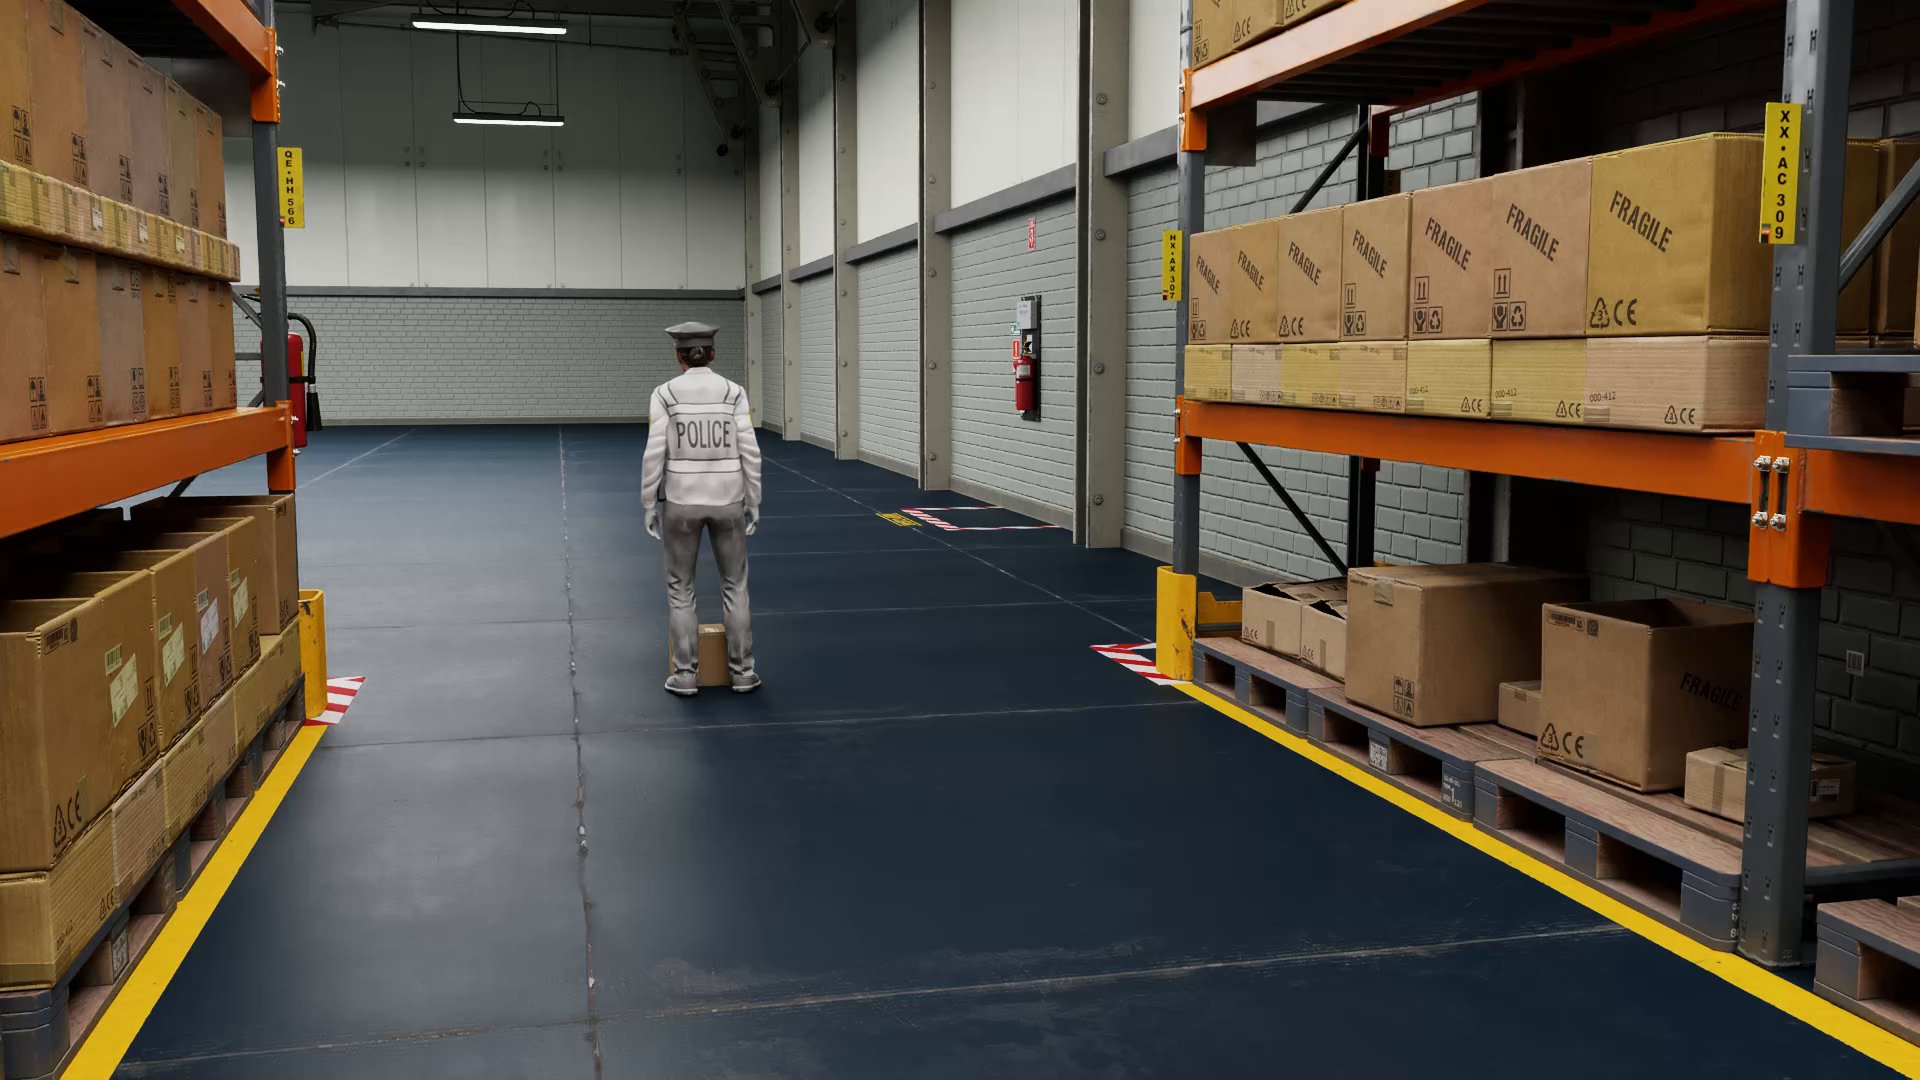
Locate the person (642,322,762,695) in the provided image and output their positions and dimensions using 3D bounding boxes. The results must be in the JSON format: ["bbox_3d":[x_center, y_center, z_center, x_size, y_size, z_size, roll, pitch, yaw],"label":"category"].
[{"bbox_3d":[-1.154,-0.140,7.448,0.535,1.663,0.379,-2,6,-14],"label":"person"}]
